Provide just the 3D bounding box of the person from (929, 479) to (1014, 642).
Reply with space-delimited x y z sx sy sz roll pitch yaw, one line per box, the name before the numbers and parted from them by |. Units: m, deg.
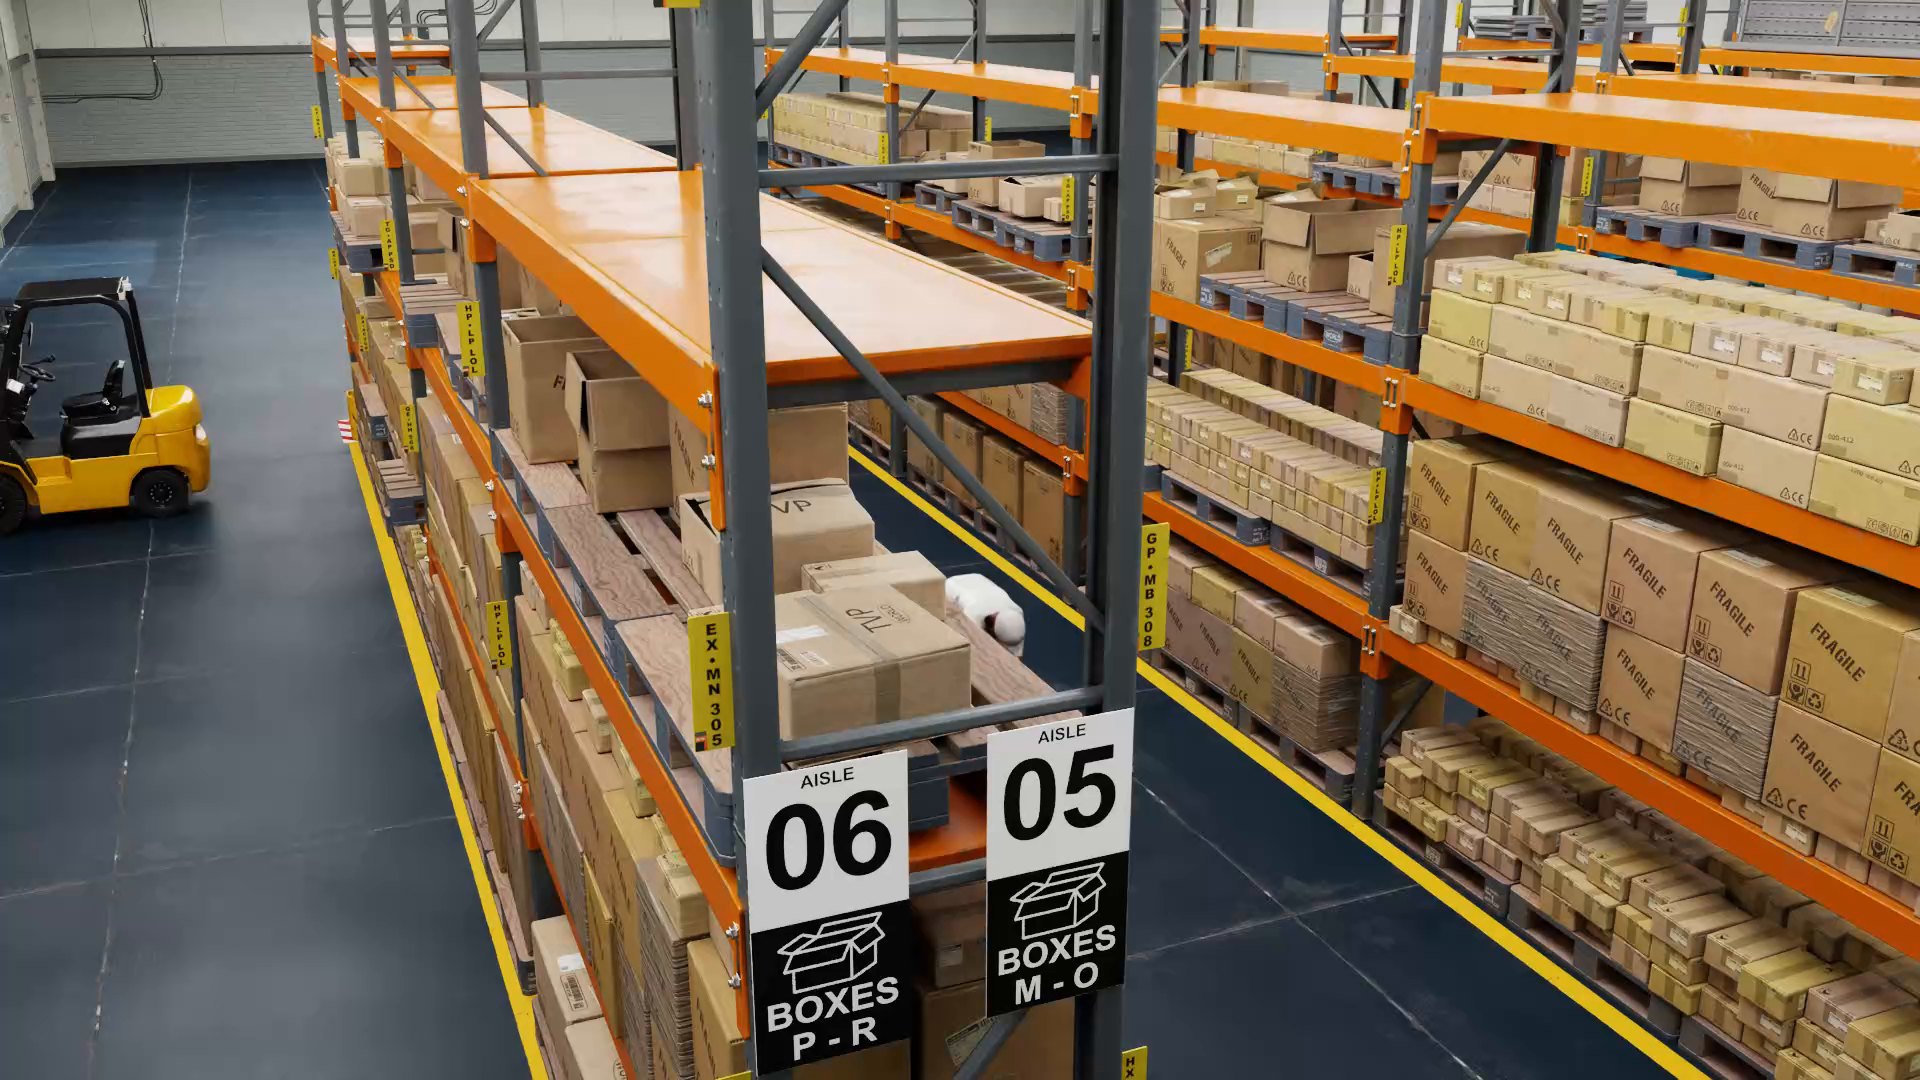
person | 0.086 0.424 11.285 0.634 1.760 0.460 -9 21 -25
